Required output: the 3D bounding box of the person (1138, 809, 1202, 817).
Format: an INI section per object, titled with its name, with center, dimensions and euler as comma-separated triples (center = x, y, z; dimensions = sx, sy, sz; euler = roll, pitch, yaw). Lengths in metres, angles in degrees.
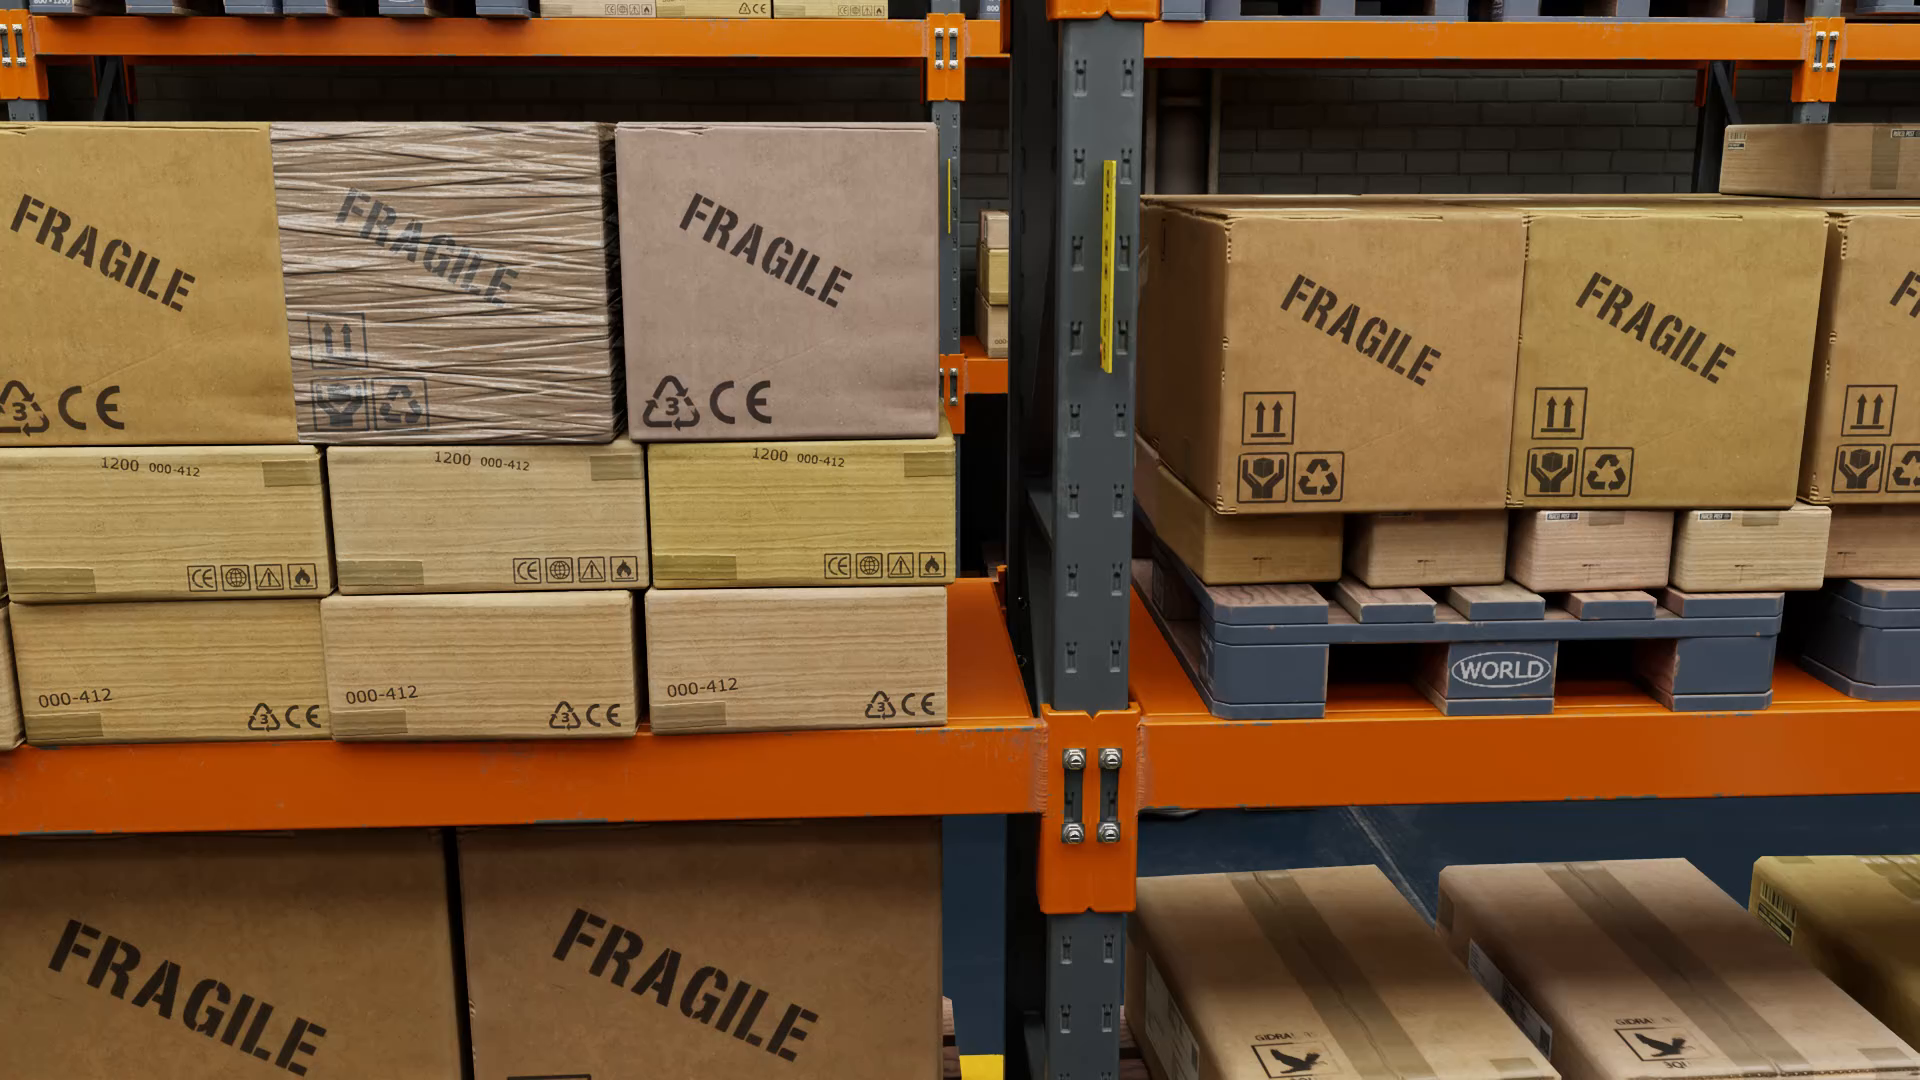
[person]
center = 0.741, 0.412, 5.837
dimensions = 0.895, 1.037, 0.577
euler = -1, 13, -4
